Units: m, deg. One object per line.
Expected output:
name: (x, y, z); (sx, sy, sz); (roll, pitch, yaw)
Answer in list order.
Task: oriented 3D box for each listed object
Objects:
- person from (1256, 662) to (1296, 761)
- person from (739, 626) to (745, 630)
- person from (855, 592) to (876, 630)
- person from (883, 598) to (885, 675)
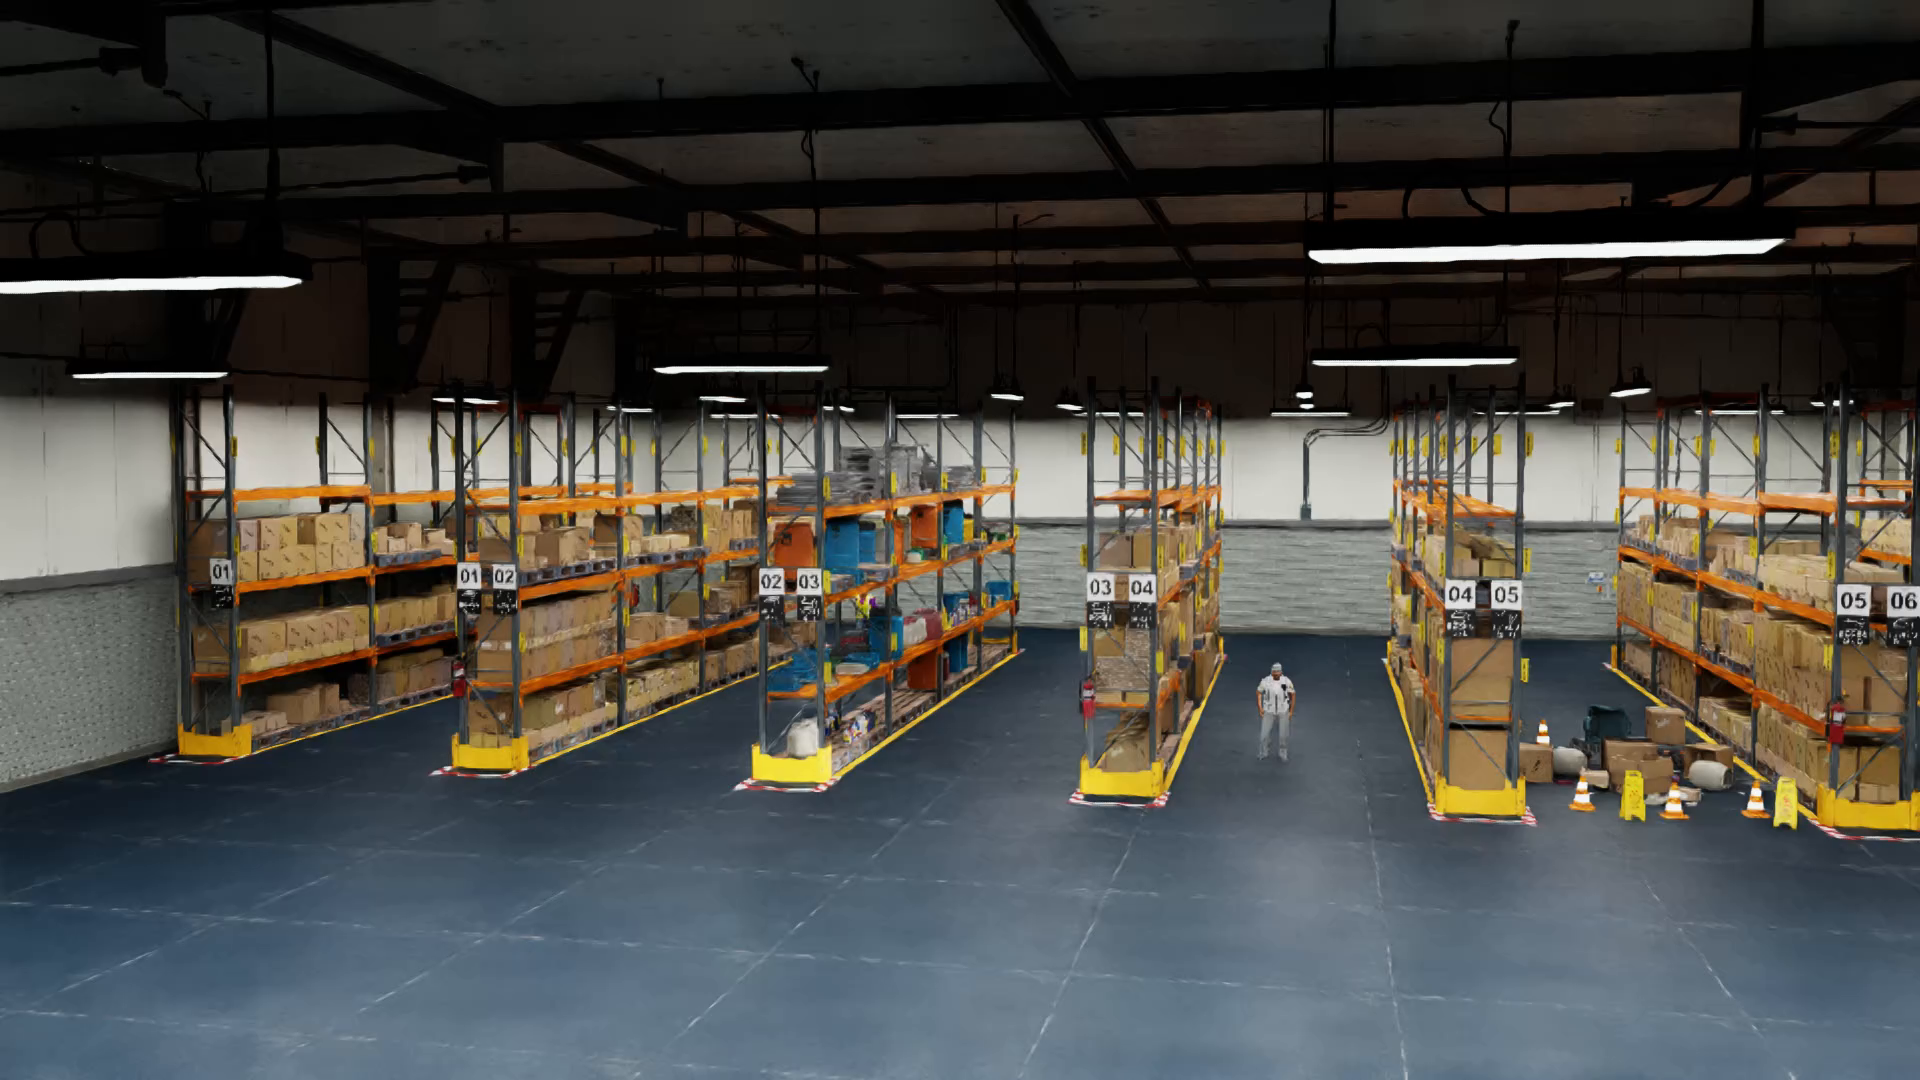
person: (5.015, 2.726, 26.417); (0.625, 1.611, 0.582); (1, 3, 11)
person: (-6.043, 1.576, 45.683); (0.608, 1.754, 0.577); (-1, 3, -24)
person: (-2.302, 1.893, 40.288); (0.591, 1.716, 1.042); (1, 3, 11)
person: (-1.541, 2.059, 36.393); (0.551, 1.784, 0.638); (2, 4, 30)
